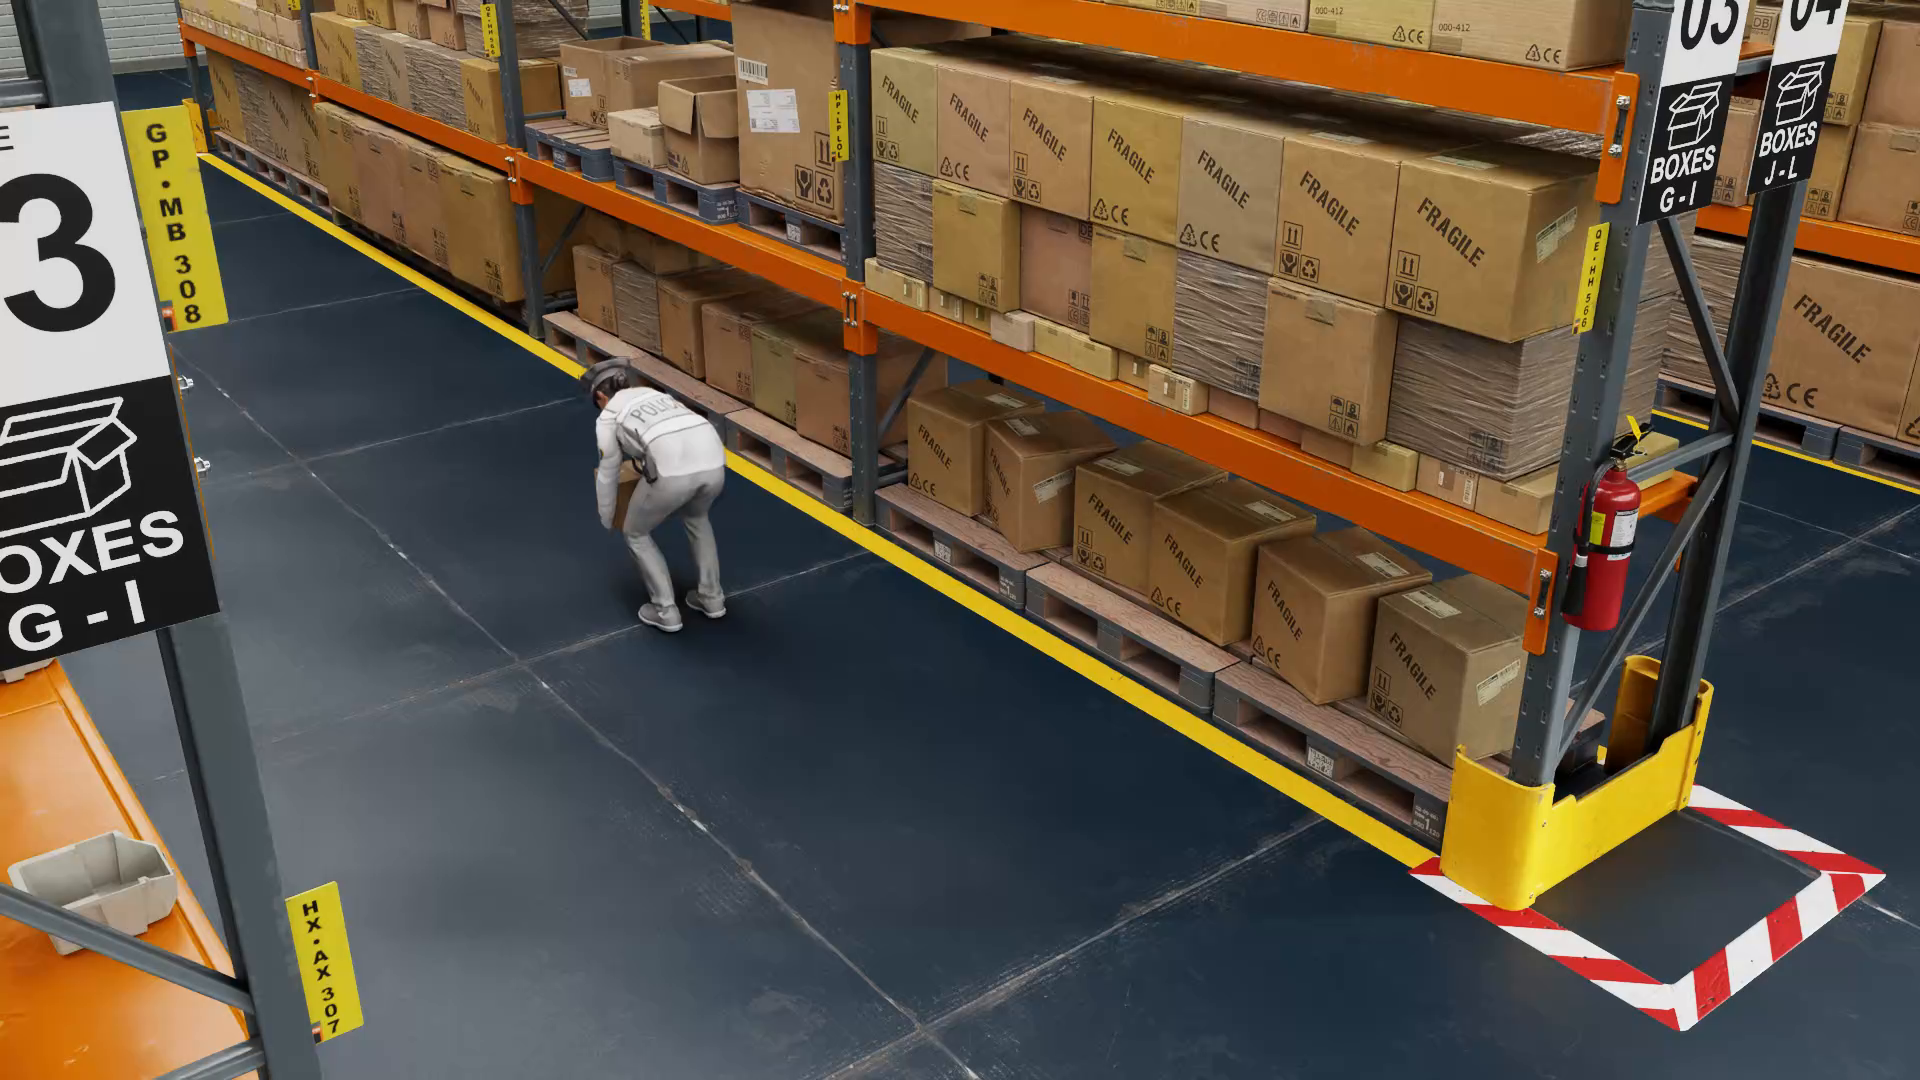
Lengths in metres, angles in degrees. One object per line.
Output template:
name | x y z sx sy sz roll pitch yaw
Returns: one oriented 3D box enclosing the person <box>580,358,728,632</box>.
person | -1.421 -0.223 7.705 0.441 1.148 0.915 -20 31 -36
